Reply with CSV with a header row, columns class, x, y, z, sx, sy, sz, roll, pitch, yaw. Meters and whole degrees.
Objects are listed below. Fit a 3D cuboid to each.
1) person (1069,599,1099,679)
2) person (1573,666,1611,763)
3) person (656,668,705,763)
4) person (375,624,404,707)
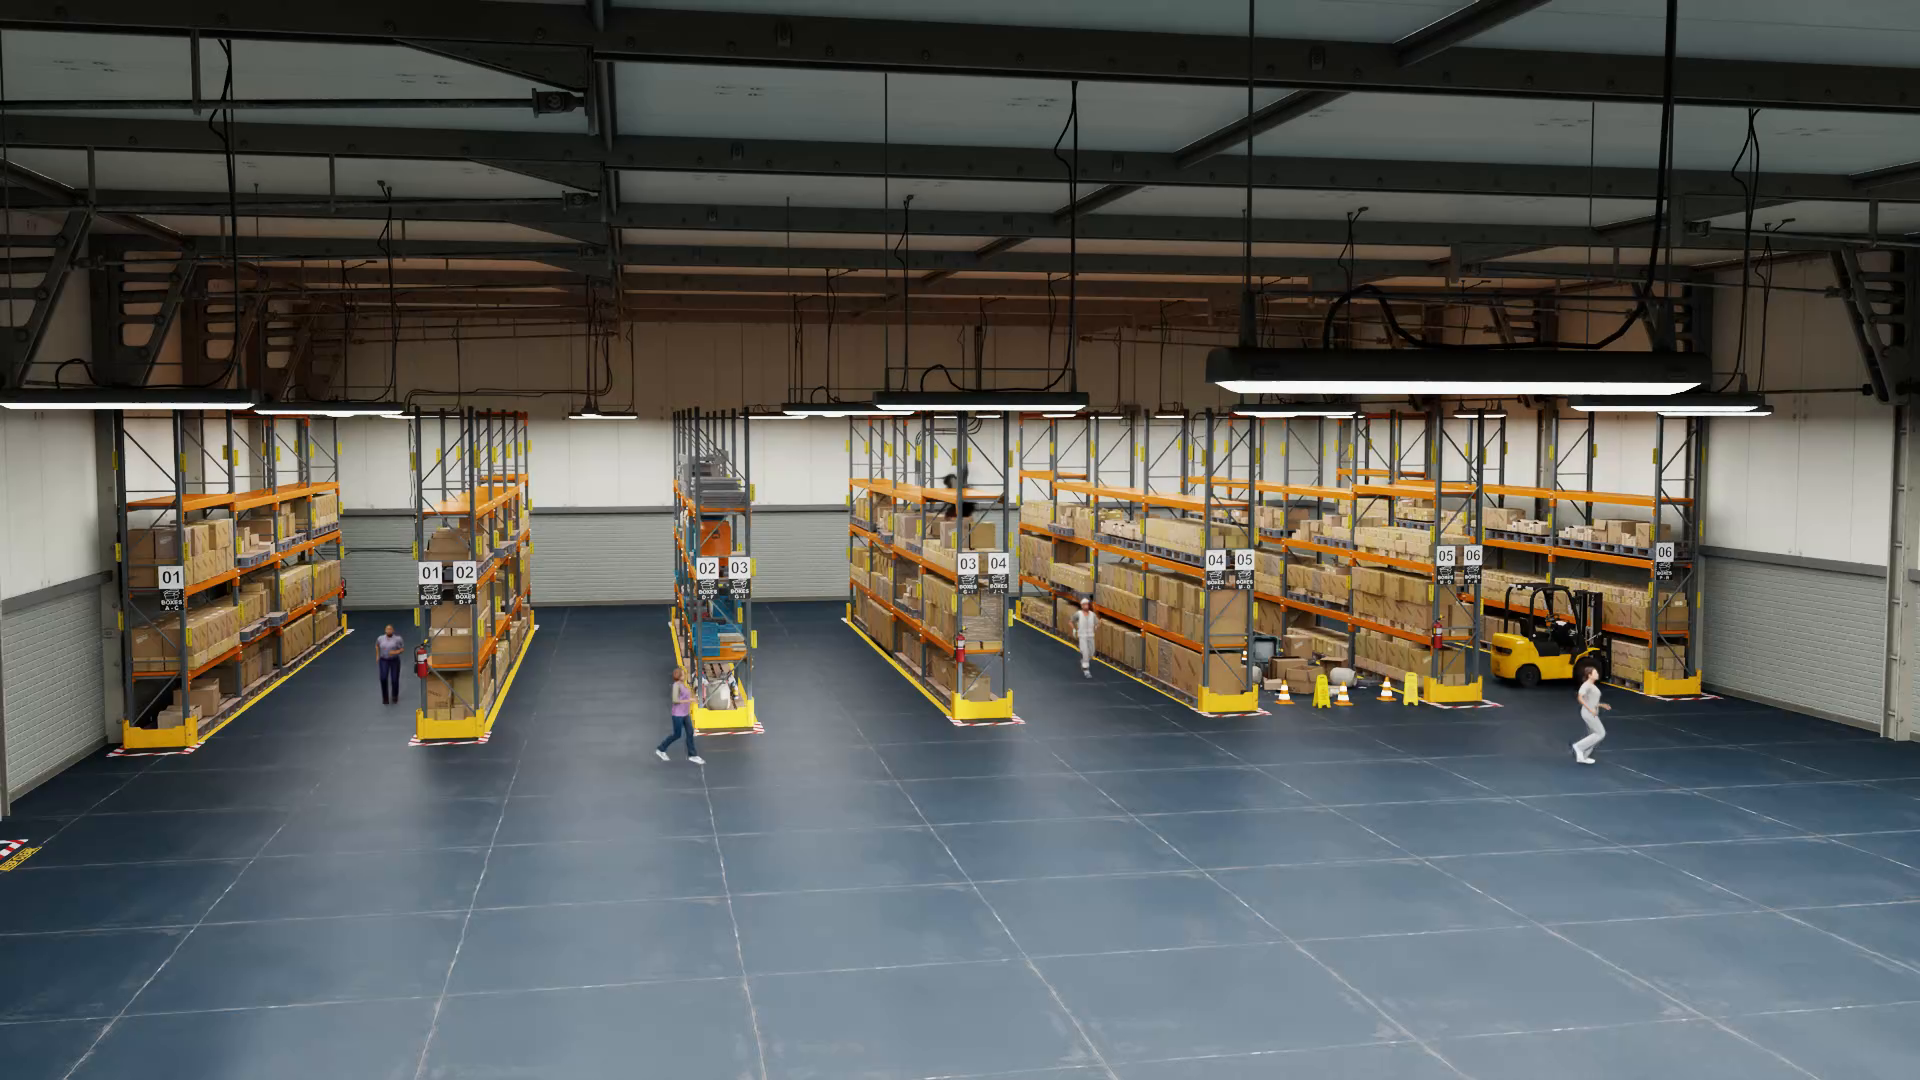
class,x,y,z,sx,sy,sz,roll,pitch,yaw
person,2.803,2.192,37.216,0.669,1.765,0.918,-1,4,-16
person,10.575,2.924,27.807,0.544,1.626,0.540,2,5,31
person,-4.667,2.927,27.710,0.833,1.592,0.539,1,4,11
person,-11.505,2.526,33.562,0.570,1.688,0.764,-1,4,-15
